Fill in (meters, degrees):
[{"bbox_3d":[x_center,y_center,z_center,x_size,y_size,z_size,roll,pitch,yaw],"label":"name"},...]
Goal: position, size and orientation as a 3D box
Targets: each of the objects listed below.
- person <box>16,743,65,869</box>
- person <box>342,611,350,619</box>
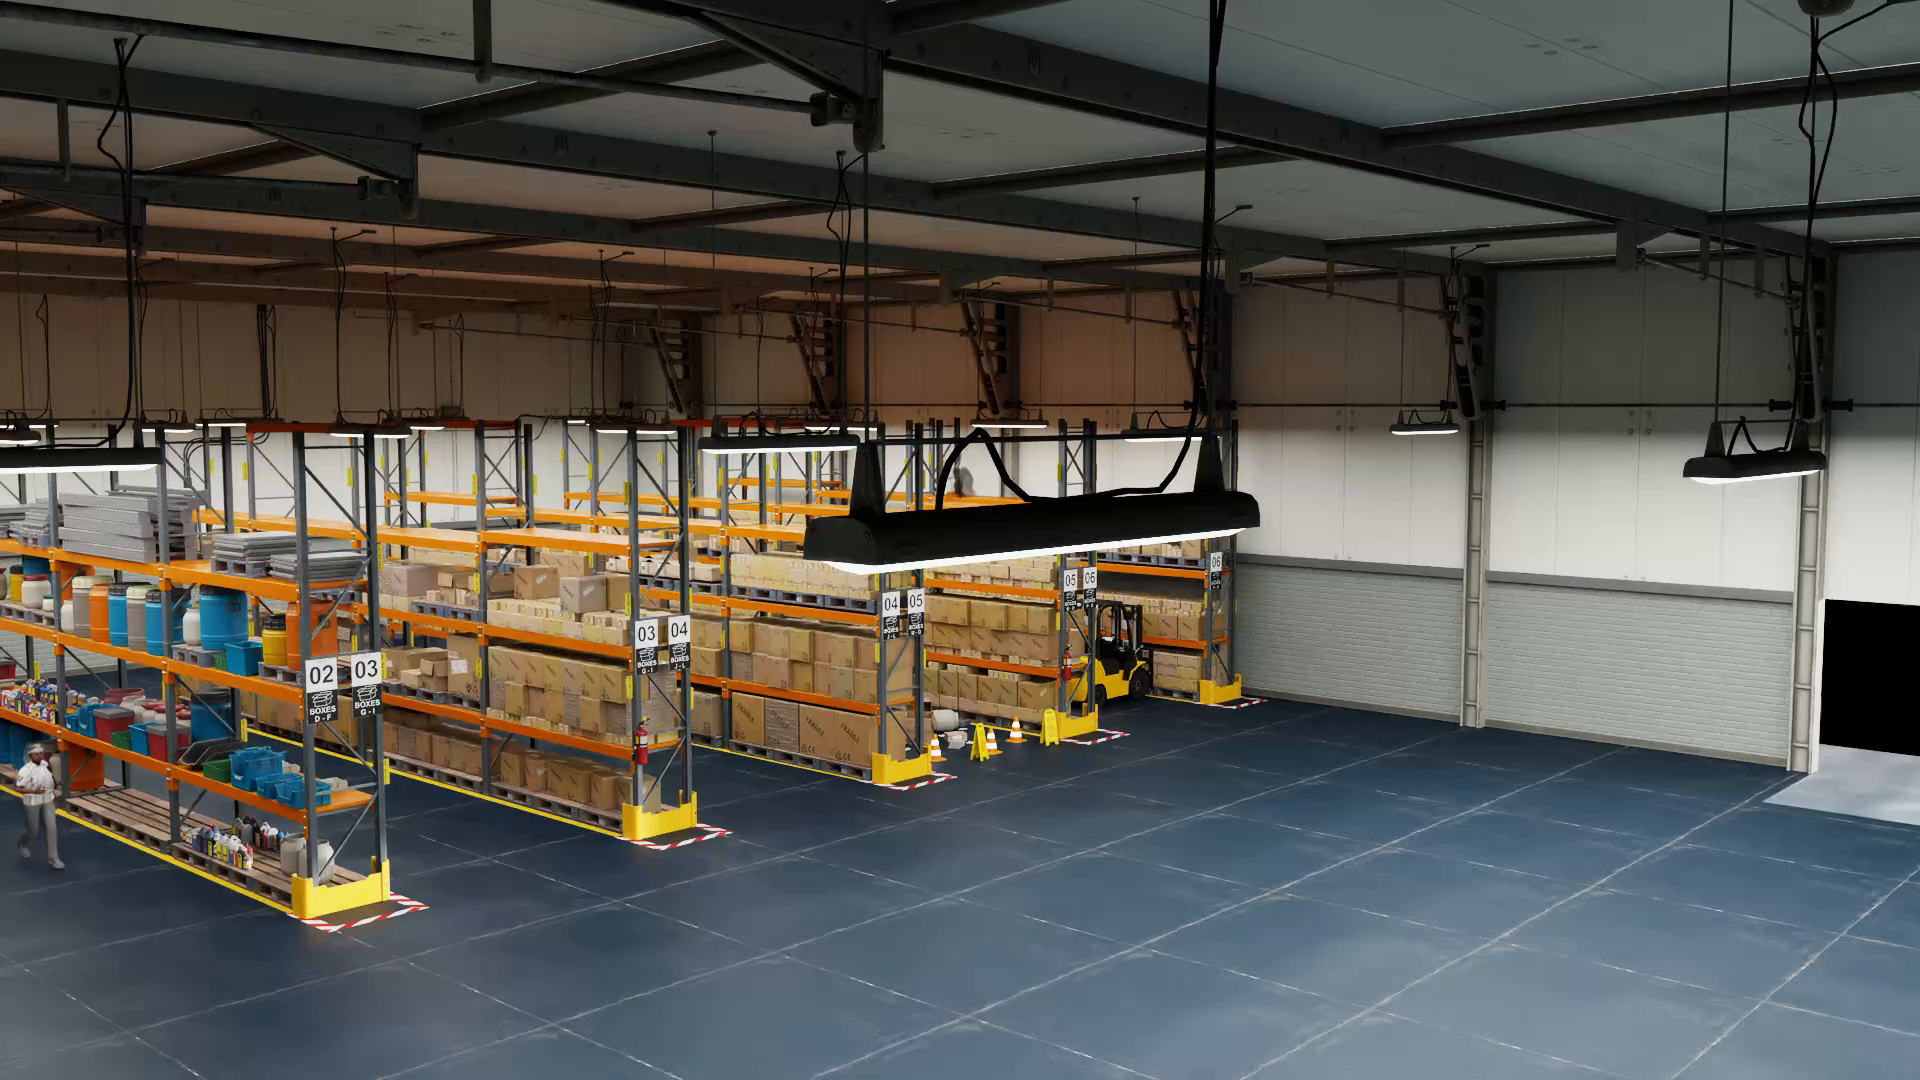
[{"bbox_3d":[-12.612,3.613,22.746,0.923,1.694,0.579,3,5,31],"label":"person"},{"bbox_3d":[-14.267,2.415,38.531,0.741,1.602,0.770,1,5,7],"label":"person"}]
